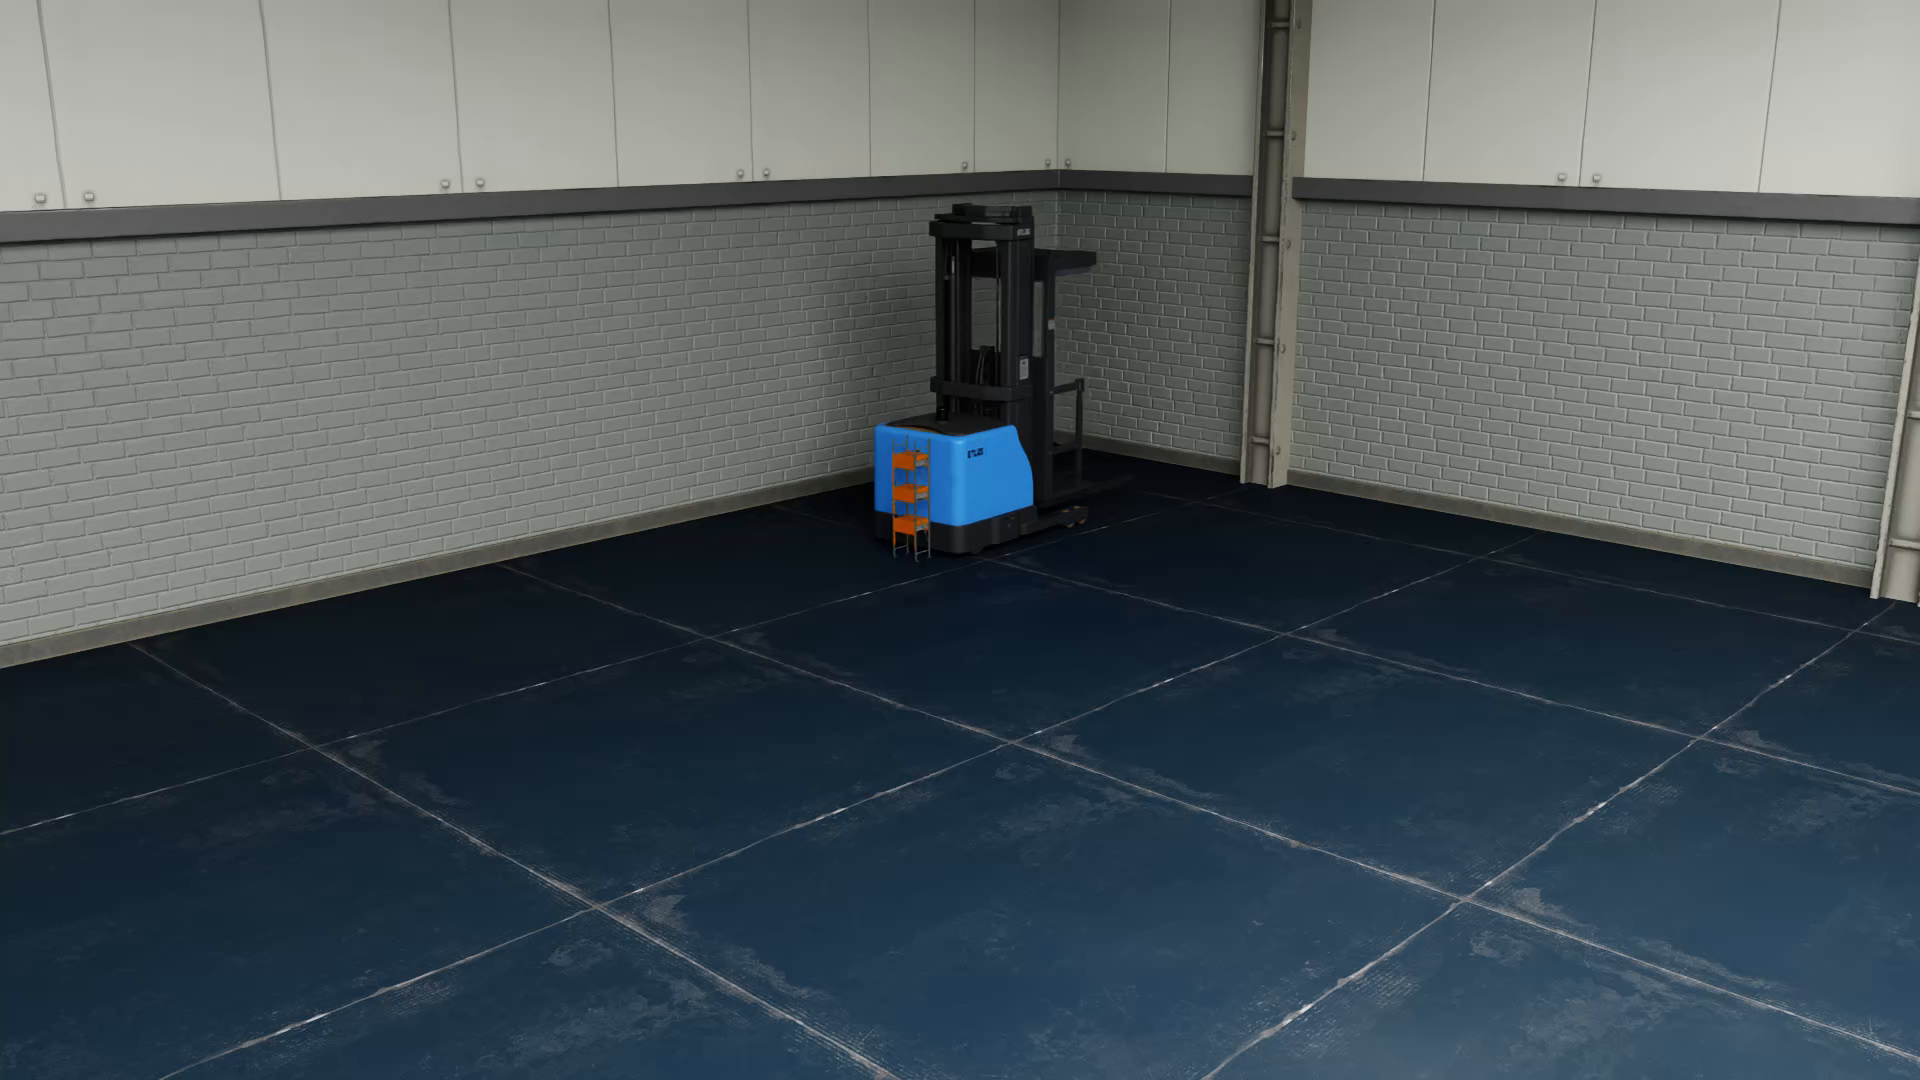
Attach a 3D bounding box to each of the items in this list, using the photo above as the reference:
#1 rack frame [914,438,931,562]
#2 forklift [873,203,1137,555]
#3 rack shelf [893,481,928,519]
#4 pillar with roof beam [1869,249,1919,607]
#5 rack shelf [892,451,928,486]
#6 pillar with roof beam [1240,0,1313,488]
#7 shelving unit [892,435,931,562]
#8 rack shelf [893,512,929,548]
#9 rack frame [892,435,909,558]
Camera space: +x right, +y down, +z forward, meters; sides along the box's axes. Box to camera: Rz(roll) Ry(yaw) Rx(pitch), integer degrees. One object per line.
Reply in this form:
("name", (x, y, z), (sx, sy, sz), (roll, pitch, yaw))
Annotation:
("rack frame", (-0.319, -0.337, 14.144), (0.008, 1.050, 0.200), (11, 18, 37))
("forklift", (0.544, -1.601, 15.263), (1.130, 2.935, 3.031), (12, 19, 38))
("rack shelf", (-0.415, -0.346, 14.219), (0.240, 0.259, 0.215), (11, 18, 37))
("pillar with roof beam", (4.472, -3.111, 9.026), (0.400, 9.000, 9.100), (14, 20, 42))
("rack shelf", (-0.415, -0.620, 14.148), (0.240, 0.259, 0.215), (11, 18, 37))
("pillar with roof beam", (0.152, -4.161, 13.056), (0.400, 9.000, 9.100), (14, 20, 42))
("shelving unit", (-0.415, -0.356, 14.217), (0.252, 1.050, 0.215), (11, 18, 37))
("rack shelf", (-0.415, -0.077, 14.289), (0.240, 0.259, 0.215), (11, 18, 37))
("rack frame", (-0.511, -0.375, 14.289), (0.008, 1.050, 0.200), (11, 18, 37))
